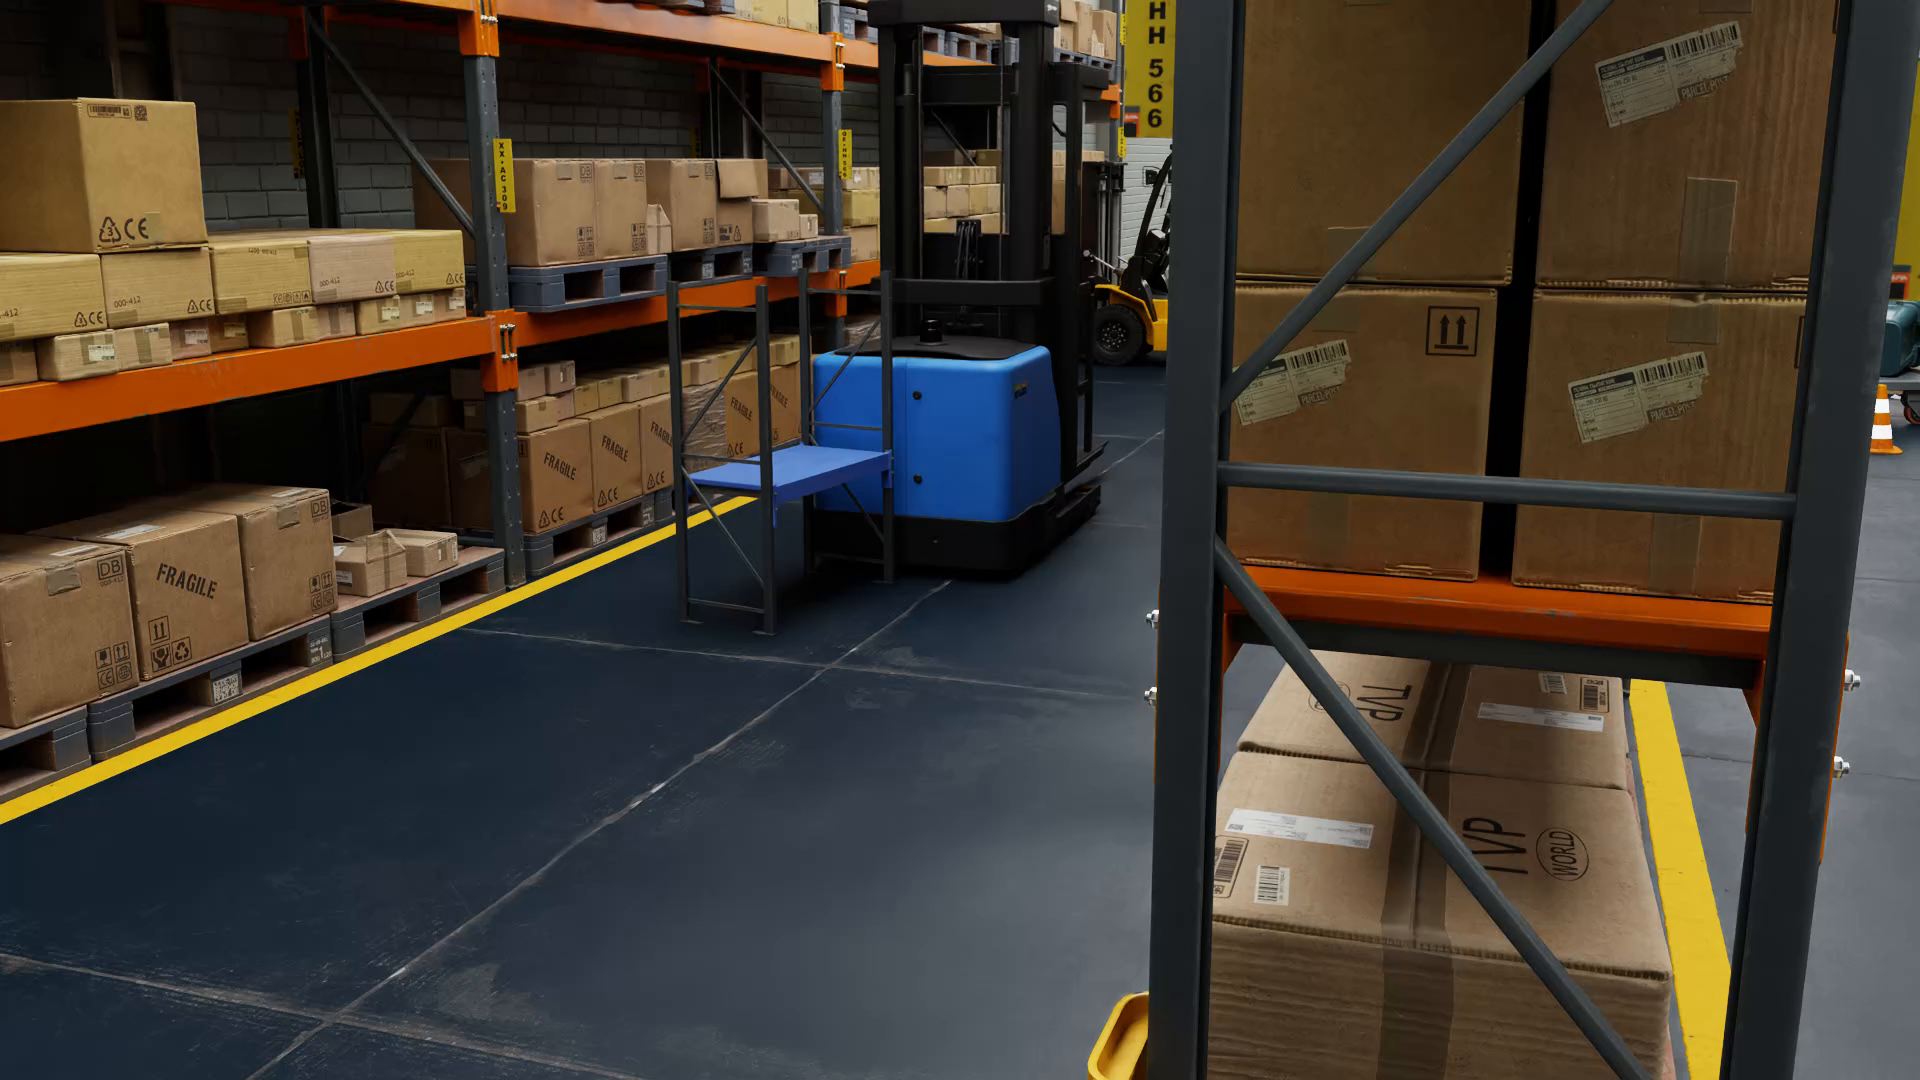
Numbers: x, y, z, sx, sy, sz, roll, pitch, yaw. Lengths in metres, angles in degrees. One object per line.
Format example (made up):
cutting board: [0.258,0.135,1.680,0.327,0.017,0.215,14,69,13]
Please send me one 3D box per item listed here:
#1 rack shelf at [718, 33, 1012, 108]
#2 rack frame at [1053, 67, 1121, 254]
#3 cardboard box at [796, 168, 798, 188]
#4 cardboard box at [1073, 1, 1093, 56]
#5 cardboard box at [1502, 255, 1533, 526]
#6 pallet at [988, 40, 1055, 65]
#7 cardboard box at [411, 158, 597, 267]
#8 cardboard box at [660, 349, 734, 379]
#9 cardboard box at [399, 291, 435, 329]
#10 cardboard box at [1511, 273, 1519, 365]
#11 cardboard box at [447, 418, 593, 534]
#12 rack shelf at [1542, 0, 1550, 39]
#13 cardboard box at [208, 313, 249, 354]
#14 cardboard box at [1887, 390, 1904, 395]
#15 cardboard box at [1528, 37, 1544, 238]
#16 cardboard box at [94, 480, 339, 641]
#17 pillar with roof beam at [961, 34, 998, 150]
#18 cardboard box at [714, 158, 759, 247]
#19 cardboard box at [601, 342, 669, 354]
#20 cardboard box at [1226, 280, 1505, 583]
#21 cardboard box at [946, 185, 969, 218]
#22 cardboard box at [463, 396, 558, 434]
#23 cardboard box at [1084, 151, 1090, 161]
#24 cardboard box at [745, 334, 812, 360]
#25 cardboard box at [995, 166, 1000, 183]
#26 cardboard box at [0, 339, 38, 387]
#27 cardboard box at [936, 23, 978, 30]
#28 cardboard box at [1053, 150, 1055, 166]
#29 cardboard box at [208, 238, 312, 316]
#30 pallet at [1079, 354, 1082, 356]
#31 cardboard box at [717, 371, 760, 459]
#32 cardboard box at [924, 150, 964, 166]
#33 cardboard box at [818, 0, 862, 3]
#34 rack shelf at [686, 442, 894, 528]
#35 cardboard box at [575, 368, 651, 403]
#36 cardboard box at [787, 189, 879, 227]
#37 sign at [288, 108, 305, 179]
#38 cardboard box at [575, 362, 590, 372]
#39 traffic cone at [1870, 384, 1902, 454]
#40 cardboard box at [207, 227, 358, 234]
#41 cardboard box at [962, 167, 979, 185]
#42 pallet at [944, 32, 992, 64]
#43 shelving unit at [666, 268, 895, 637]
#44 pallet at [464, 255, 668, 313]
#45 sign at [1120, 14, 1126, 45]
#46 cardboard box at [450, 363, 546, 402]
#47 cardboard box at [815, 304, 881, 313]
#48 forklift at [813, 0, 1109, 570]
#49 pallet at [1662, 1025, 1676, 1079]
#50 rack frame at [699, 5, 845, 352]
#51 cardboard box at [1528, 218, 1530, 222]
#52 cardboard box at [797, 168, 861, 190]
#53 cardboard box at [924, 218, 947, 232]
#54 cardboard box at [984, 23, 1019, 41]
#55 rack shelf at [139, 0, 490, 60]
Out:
rack shelf: [-0.646,-3.644,13.088,1.077,0.370,4.000,4,14,18]
rack frame: [1.295,-3.796,18.877,1.000,3.000,0.127,4,14,18]
cardboard box: [-1.401,-2.622,12.054,0.380,0.149,0.250,5,14,20]
cardboard box: [0.956,-5.241,17.076,0.700,0.500,0.500,4,14,19]
cardboard box: [1.380,-0.308,3.371,0.500,0.500,0.500,4,13,18]
pallet: [0.252,-4.554,15.658,1.003,0.211,1.213,4,14,18]
cardboard box: [-2.219,-1.608,8.125,0.700,0.500,0.500,5,14,20]
cardboard box: [-1.608,-1.075,10.171,0.380,0.149,0.250,4,13,18]
cardboard box: [-2.516,-1.005,7.214,0.380,0.149,0.250,5,14,20]
cardboard box: [1.711,-0.881,5.883,0.500,0.500,0.500,5,14,20]
cardboard box: [-2.218,-0.341,8.414,0.500,0.500,0.500,5,14,21]
rack shelf: [2.757,-2.445,7.836,1.077,0.370,4.000,4,14,18]
cardboard box: [-2.933,-0.793,6.286,0.380,0.149,0.250,5,14,19]
cardboard box: [8.229,-1.423,14.627,0.396,0.266,0.258,7,15,28]
cardboard box: [1.721,-1.010,4.202,0.500,0.500,0.500,4,14,19]
cardboard box: [-2.945,0.069,6.617,0.700,0.500,0.500,4,13,16]
pillar with roof beam: [4.290,-6.329,16.493,9.100,9.000,0.400,4,14,18]
cardboard box: [-1.647,-2.009,9.875,0.797,0.503,0.637,4,13,17]
cardboard box: [-2.049,-1.164,10.561,0.380,0.149,0.250,4,13,16]
cardboard box: [0.722,-0.240,3.072,0.500,0.500,0.500,4,14,19]
cardboard box: [-0.247,-2.786,13.668,0.500,0.250,0.500,5,14,20]
cardboard box: [-2.220,-0.628,8.213,0.380,0.149,0.250,5,14,21]
cardboard box: [1.139,-3.994,17.395,0.380,0.149,0.250,5,14,20]
cardboard box: [-1.214,-1.291,11.121,0.380,0.149,0.250,4,13,16]
cardboard box: [0.353,-3.367,15.315,0.380,0.149,0.250,4,13,18]
cardboard box: [-3.205,-0.574,5.325,0.380,0.149,0.250,5,14,19]
cardboard box: [-0.068,-4.293,13.713,0.380,0.149,0.250,4,14,18]
cardboard box: [0.726,-3.786,16.484,0.380,0.149,0.250,4,14,18]
cardboard box: [-2.844,-1.006,6.321,0.500,0.250,0.500,4,14,18]
pallet: [0.691,-2.016,17.347,1.003,0.211,1.213,4,14,18]
cardboard box: [-1.565,-0.778,10.329,0.500,0.500,0.500,5,14,21]
cardboard box: [-0.182,-3.552,15.460,0.380,0.149,0.250,4,14,19]
cardboard box: [-0.893,-3.765,11.357,0.380,0.166,0.250,4,14,18]
rack shelf: [-0.782,-0.266,7.593,0.538,0.185,1.000,7,14,27]
cardboard box: [-1.939,-0.855,9.209,0.380,0.149,0.250,4,14,18]
cardboard box: [-0.895,-2.356,11.783,0.500,0.250,0.500,4,14,18]
sign: [-3.114,-1.873,7.850,0.100,0.325,0.005,4,14,18]
cardboard box: [-2.363,-0.945,9.604,0.380,0.149,0.250,5,14,19]
traffic cone: [6.475,-0.865,11.739,0.336,0.463,0.334,4,14,18]
cardboard box: [-3.003,-1.256,7.419,0.500,0.250,0.500,4,14,18]
cardboard box: [-0.055,-3.062,13.981,0.380,0.149,0.250,4,13,17]
pallet: [-0.272,-4.136,14.057,0.805,0.209,1.217,4,13,16]
shelving unit: [-0.782,-0.442,7.553,0.538,1.500,1.048,7,14,27]
pallet: [-2.226,-1.336,8.531,1.003,0.211,1.213,4,14,18]
sign: [1.804,-5.609,18.269,0.100,0.325,0.005,4,14,18]
cardboard box: [-2.277,-0.777,8.199,0.380,0.149,0.250,4,13,17]
cardboard box: [-0.657,-1.569,13.512,0.875,0.625,0.625,4,13,16]
forklift: [0.188,-1.563,9.248,1.130,2.935,3.031,4,13,17]
pallet: [1.001,1.115,3.627,1.003,0.211,1.213,4,14,18]
rack frame: [-1.293,-2.111,11.497,1.000,3.000,0.127,4,14,18]
cardboard box: [2.023,-1.193,6.689,0.500,0.250,0.500,4,14,18]
cardboard box: [-0.912,-2.522,11.615,0.380,0.149,0.250,5,14,20]
cardboard box: [-0.422,-2.438,13.264,0.500,0.250,0.500,5,14,20]
cardboard box: [0.433,-4.619,15.141,0.380,0.149,0.250,5,14,20]
rack shelf: [-3.235,-1.960,5.708,1.077,0.370,4.000,4,14,18]
